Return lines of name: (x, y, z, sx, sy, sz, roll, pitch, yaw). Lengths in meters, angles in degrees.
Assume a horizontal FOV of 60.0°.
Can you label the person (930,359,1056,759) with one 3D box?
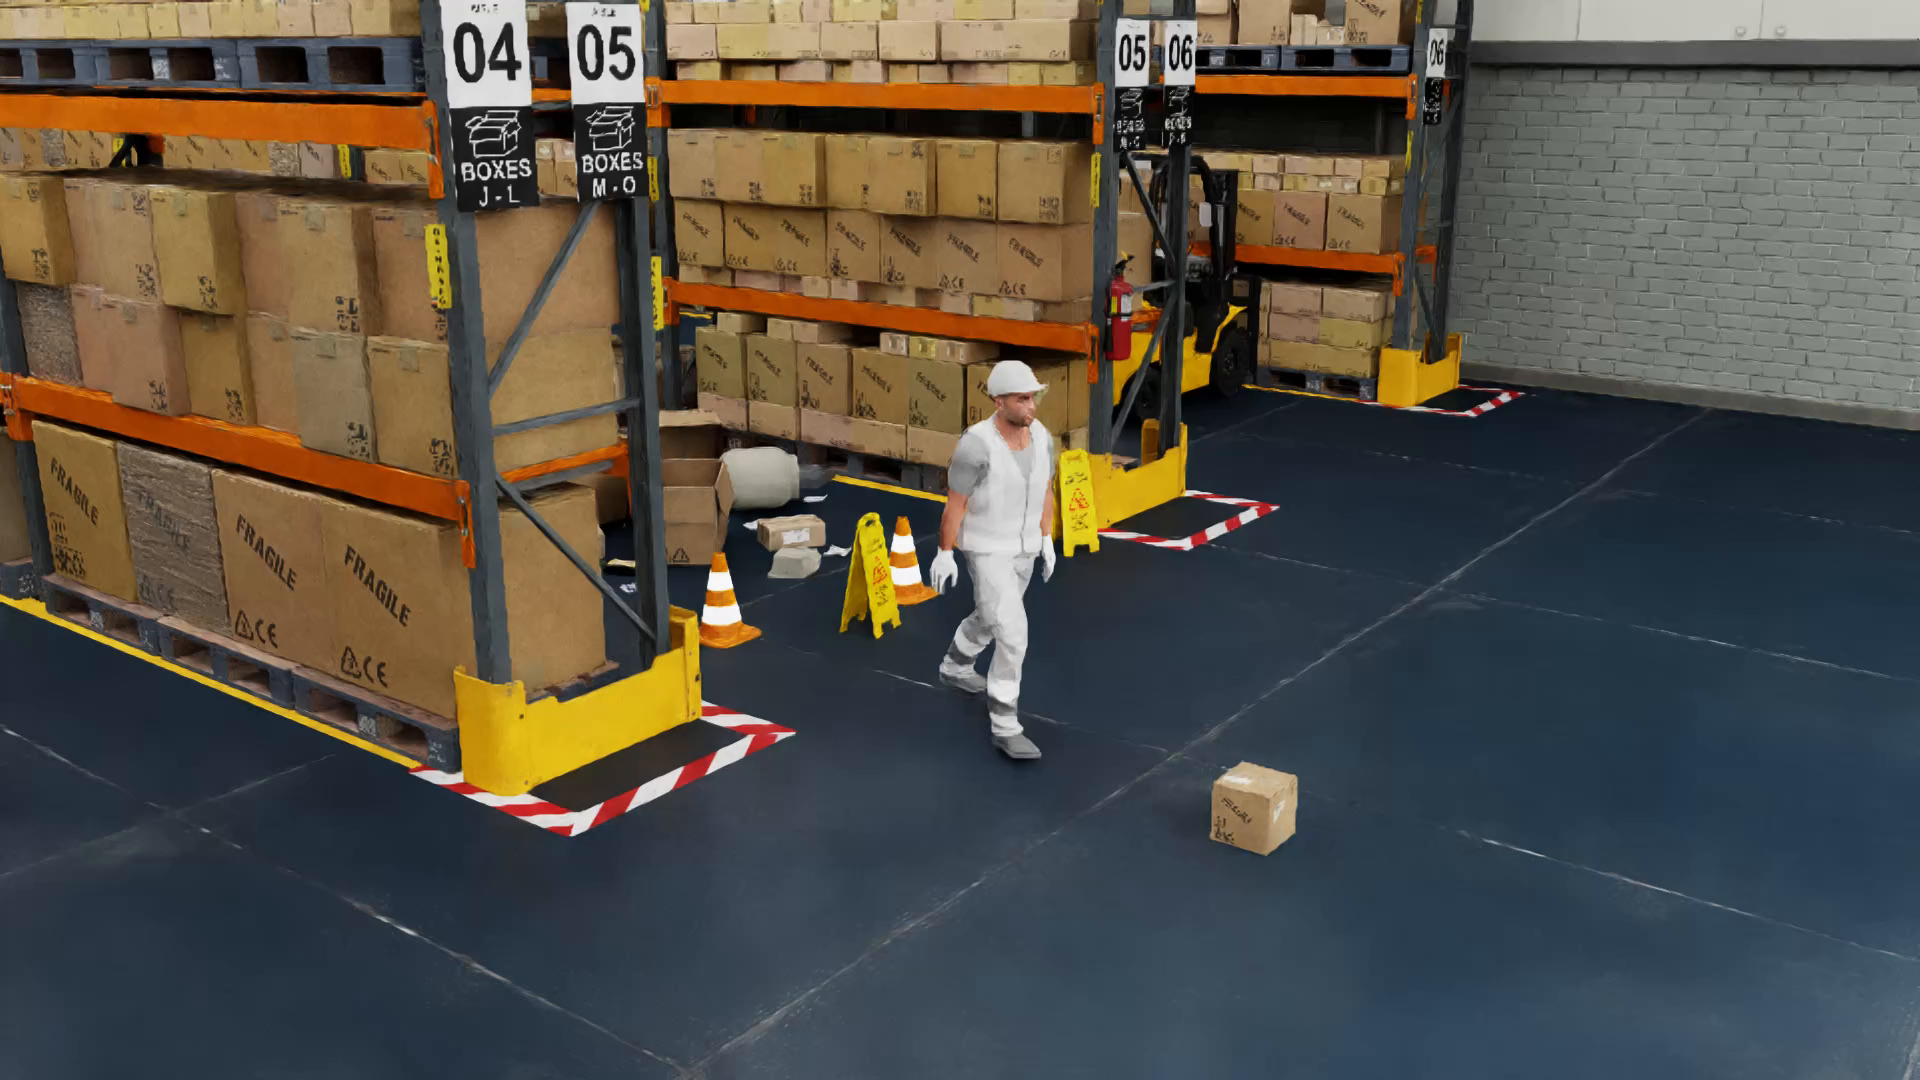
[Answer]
person: (0.142, 0.028, 7.456, 0.583, 1.733, 0.919, -14, 22, -40)
